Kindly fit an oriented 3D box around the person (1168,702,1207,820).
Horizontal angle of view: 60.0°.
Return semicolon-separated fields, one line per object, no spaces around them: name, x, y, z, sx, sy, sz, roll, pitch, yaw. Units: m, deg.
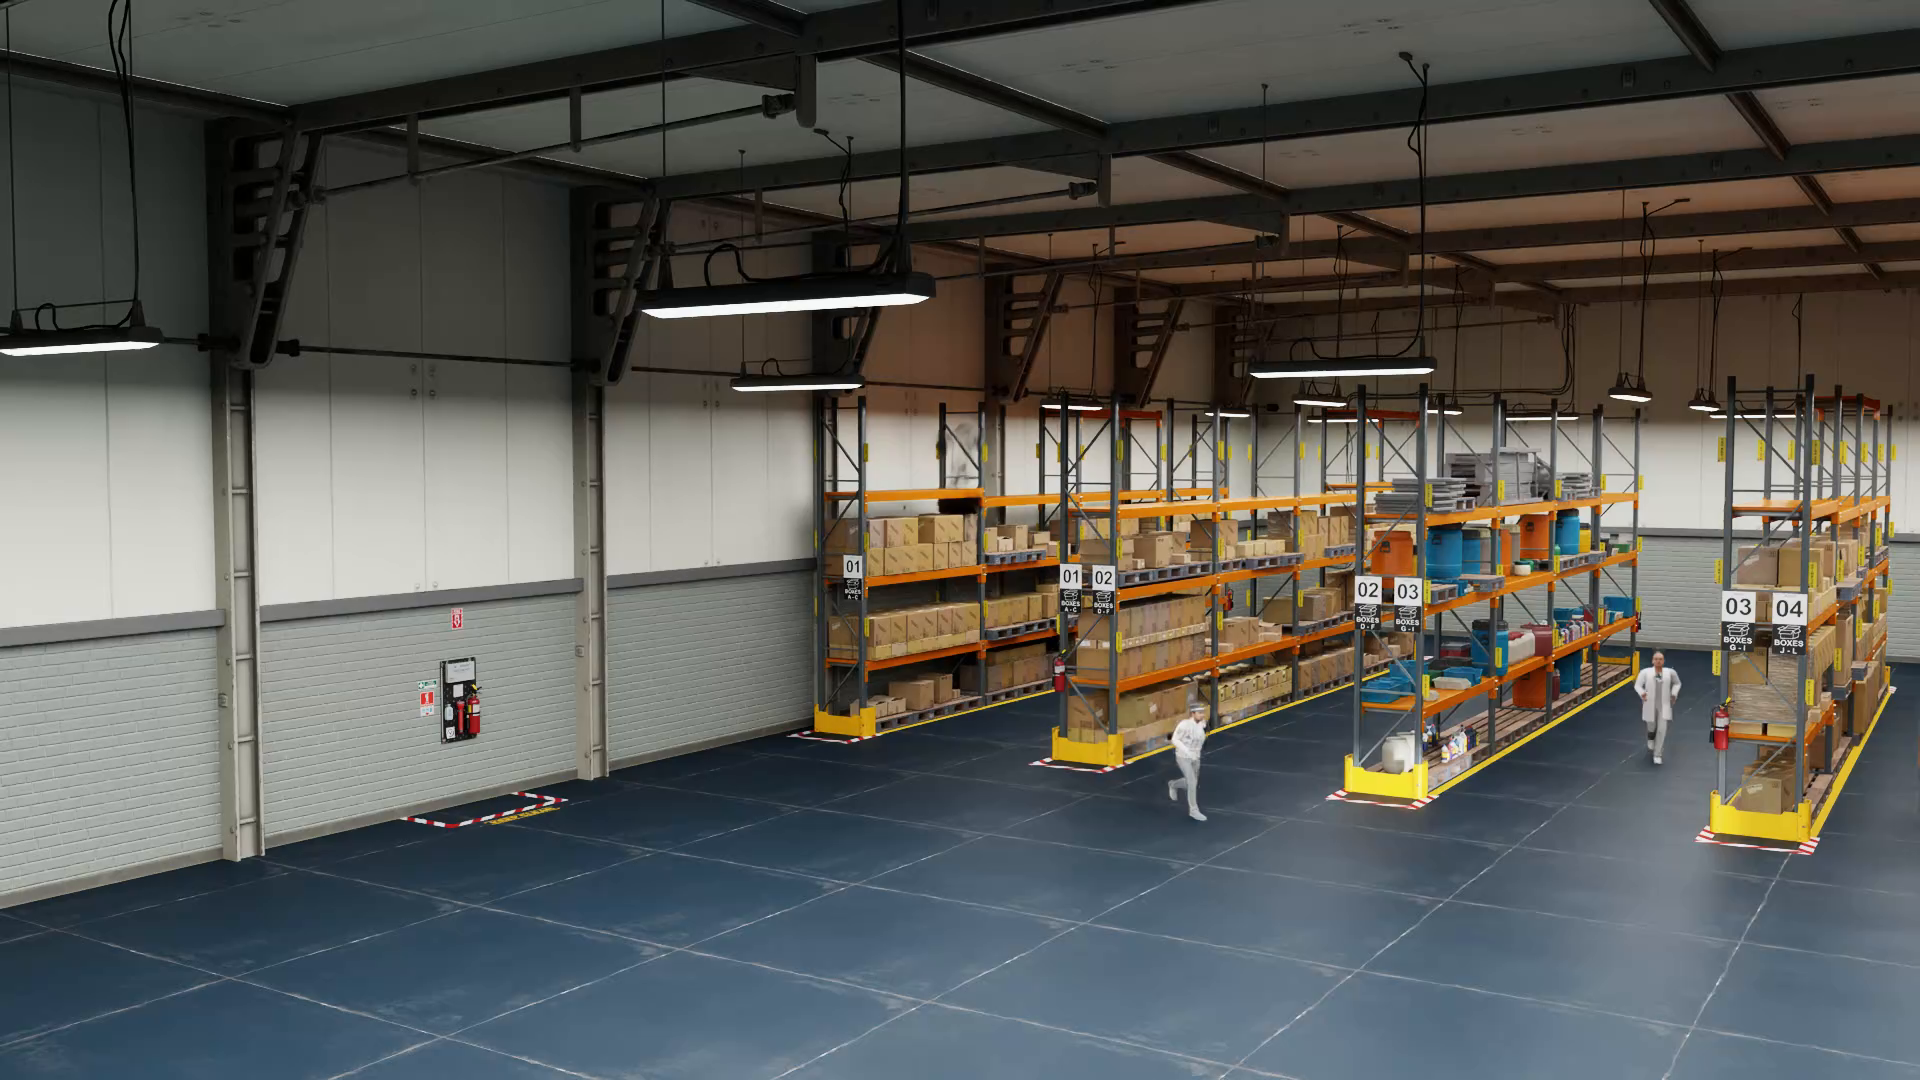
person;3.111;3.002;22.917;0.574;1.635;0.777;-2;3;-28

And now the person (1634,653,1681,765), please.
person;11.347;2.710;27.038;0.712;1.764;0.918;1;3;20
